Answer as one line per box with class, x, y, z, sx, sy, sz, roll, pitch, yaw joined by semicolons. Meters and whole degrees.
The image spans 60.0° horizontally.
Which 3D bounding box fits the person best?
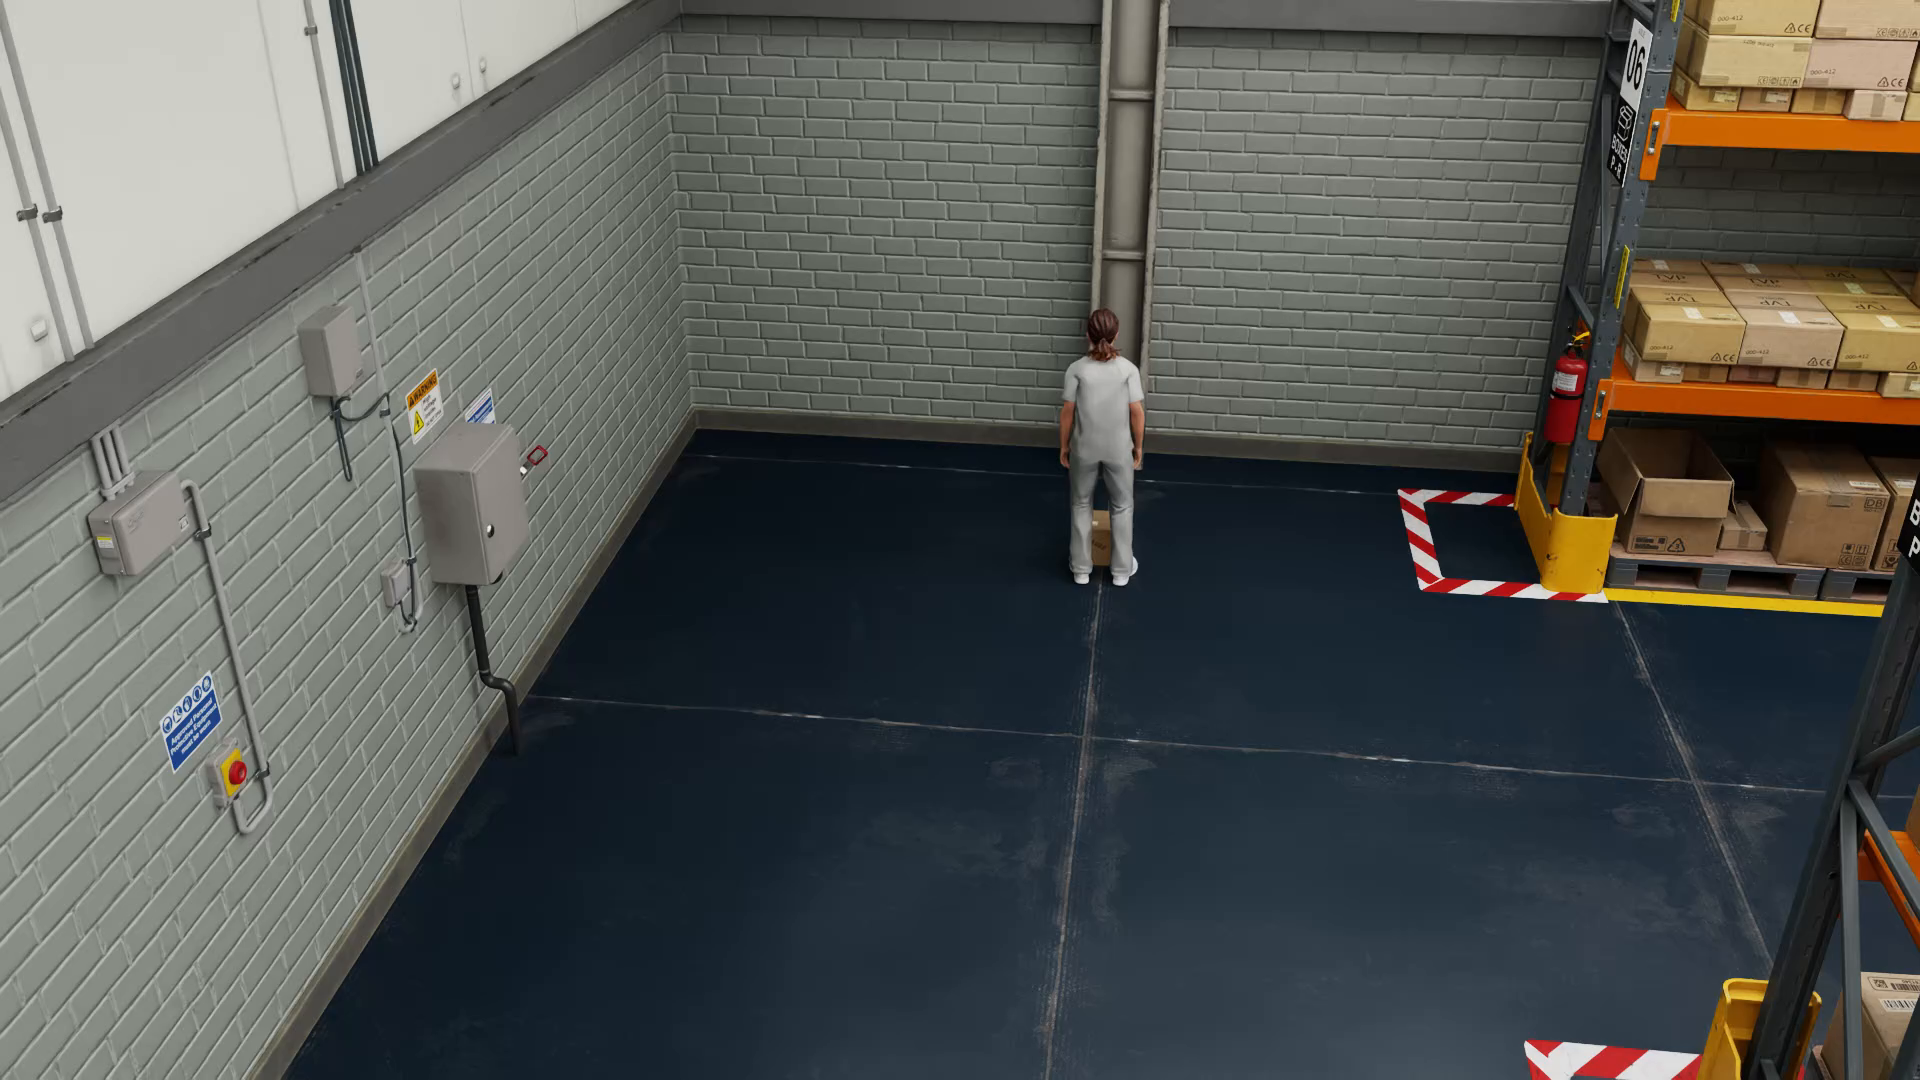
person;0.817;-0.513;9.587;0.499;1.657;0.364;2;29;4
